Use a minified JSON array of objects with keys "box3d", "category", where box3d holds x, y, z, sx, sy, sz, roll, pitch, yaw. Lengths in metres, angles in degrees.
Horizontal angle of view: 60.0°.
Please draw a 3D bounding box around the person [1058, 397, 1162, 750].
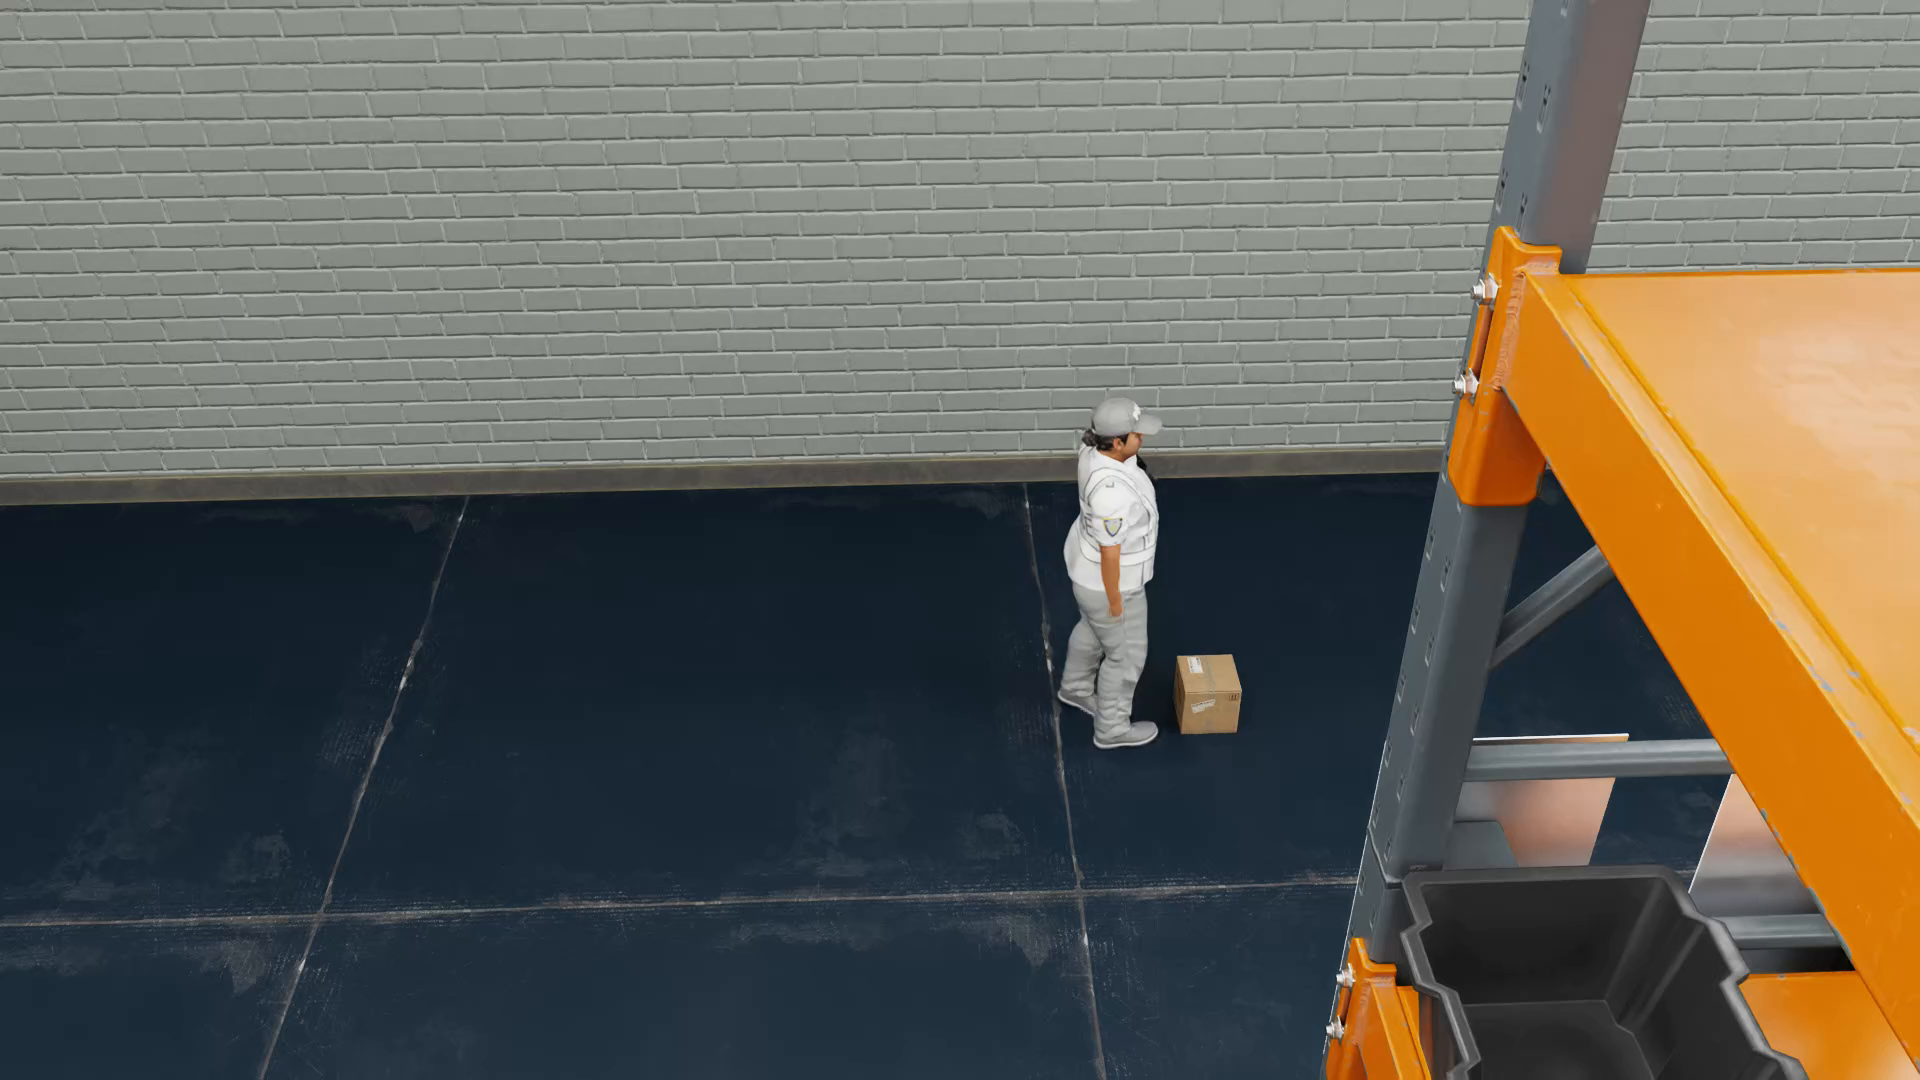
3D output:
[{"box3d":[0.658,0.135,7.015,0.435,1.673,0.470,-1,35,-2],"category":"person"}]
